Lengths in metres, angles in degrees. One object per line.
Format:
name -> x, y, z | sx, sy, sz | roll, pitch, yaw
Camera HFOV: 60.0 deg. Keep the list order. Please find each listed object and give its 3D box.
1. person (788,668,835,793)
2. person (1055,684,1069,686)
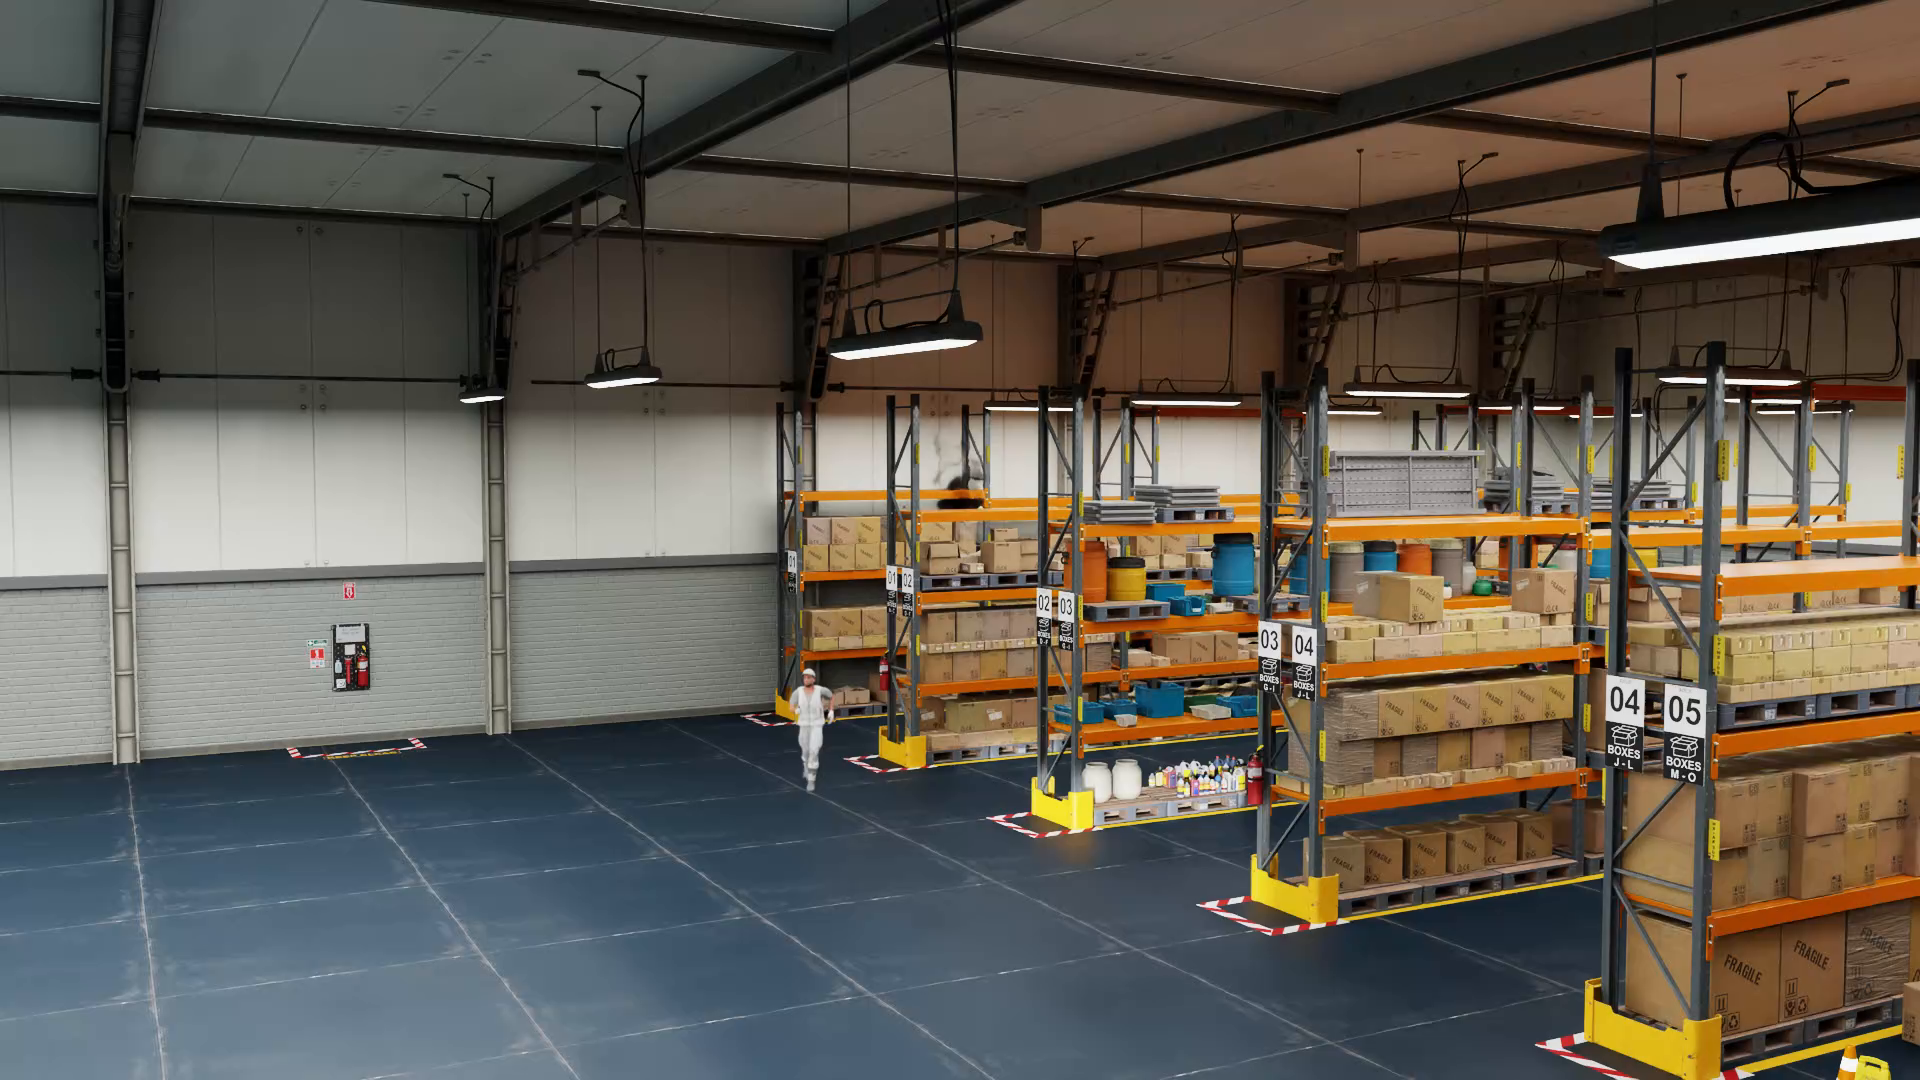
person -> -2.249, 2.839, 25.211 | 0.673, 1.814, 0.980 | 0, 3, 6
person -> 2.011, 2.582, 30.619 | 0.783, 1.730, 0.662 | -1, 4, -25
